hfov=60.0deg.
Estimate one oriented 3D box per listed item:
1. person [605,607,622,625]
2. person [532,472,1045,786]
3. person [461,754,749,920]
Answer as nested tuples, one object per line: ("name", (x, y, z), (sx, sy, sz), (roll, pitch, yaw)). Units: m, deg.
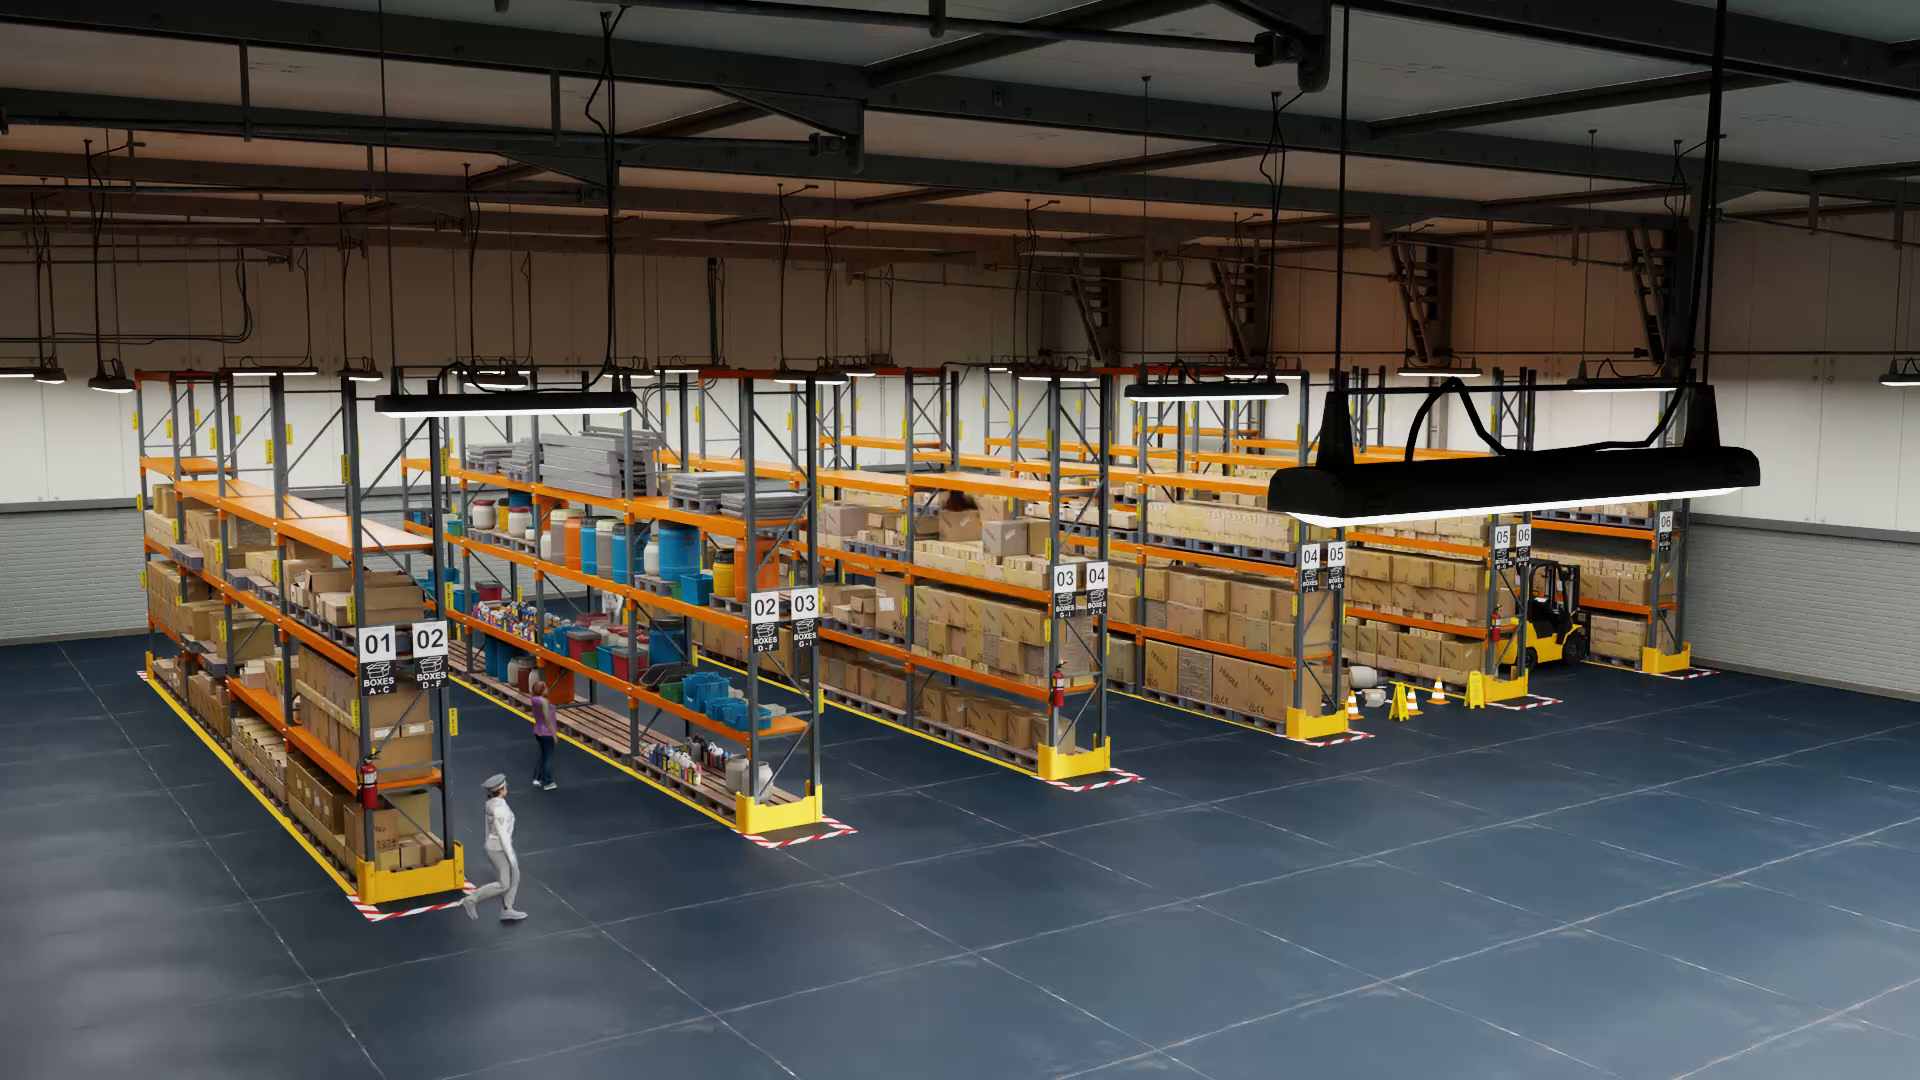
("person", (-7.438, 1.496, 35.531), (0.389, 1.672, 0.361), (2, 7, 18))
("person", (-3.228, 0.683, 34.014), (8.860, 3.479, 19.491), (5, 8, 39))
("person", (-4.142, 3.284, 20.825), (3.252, 1.377, 4.990), (-1, 6, -6))
